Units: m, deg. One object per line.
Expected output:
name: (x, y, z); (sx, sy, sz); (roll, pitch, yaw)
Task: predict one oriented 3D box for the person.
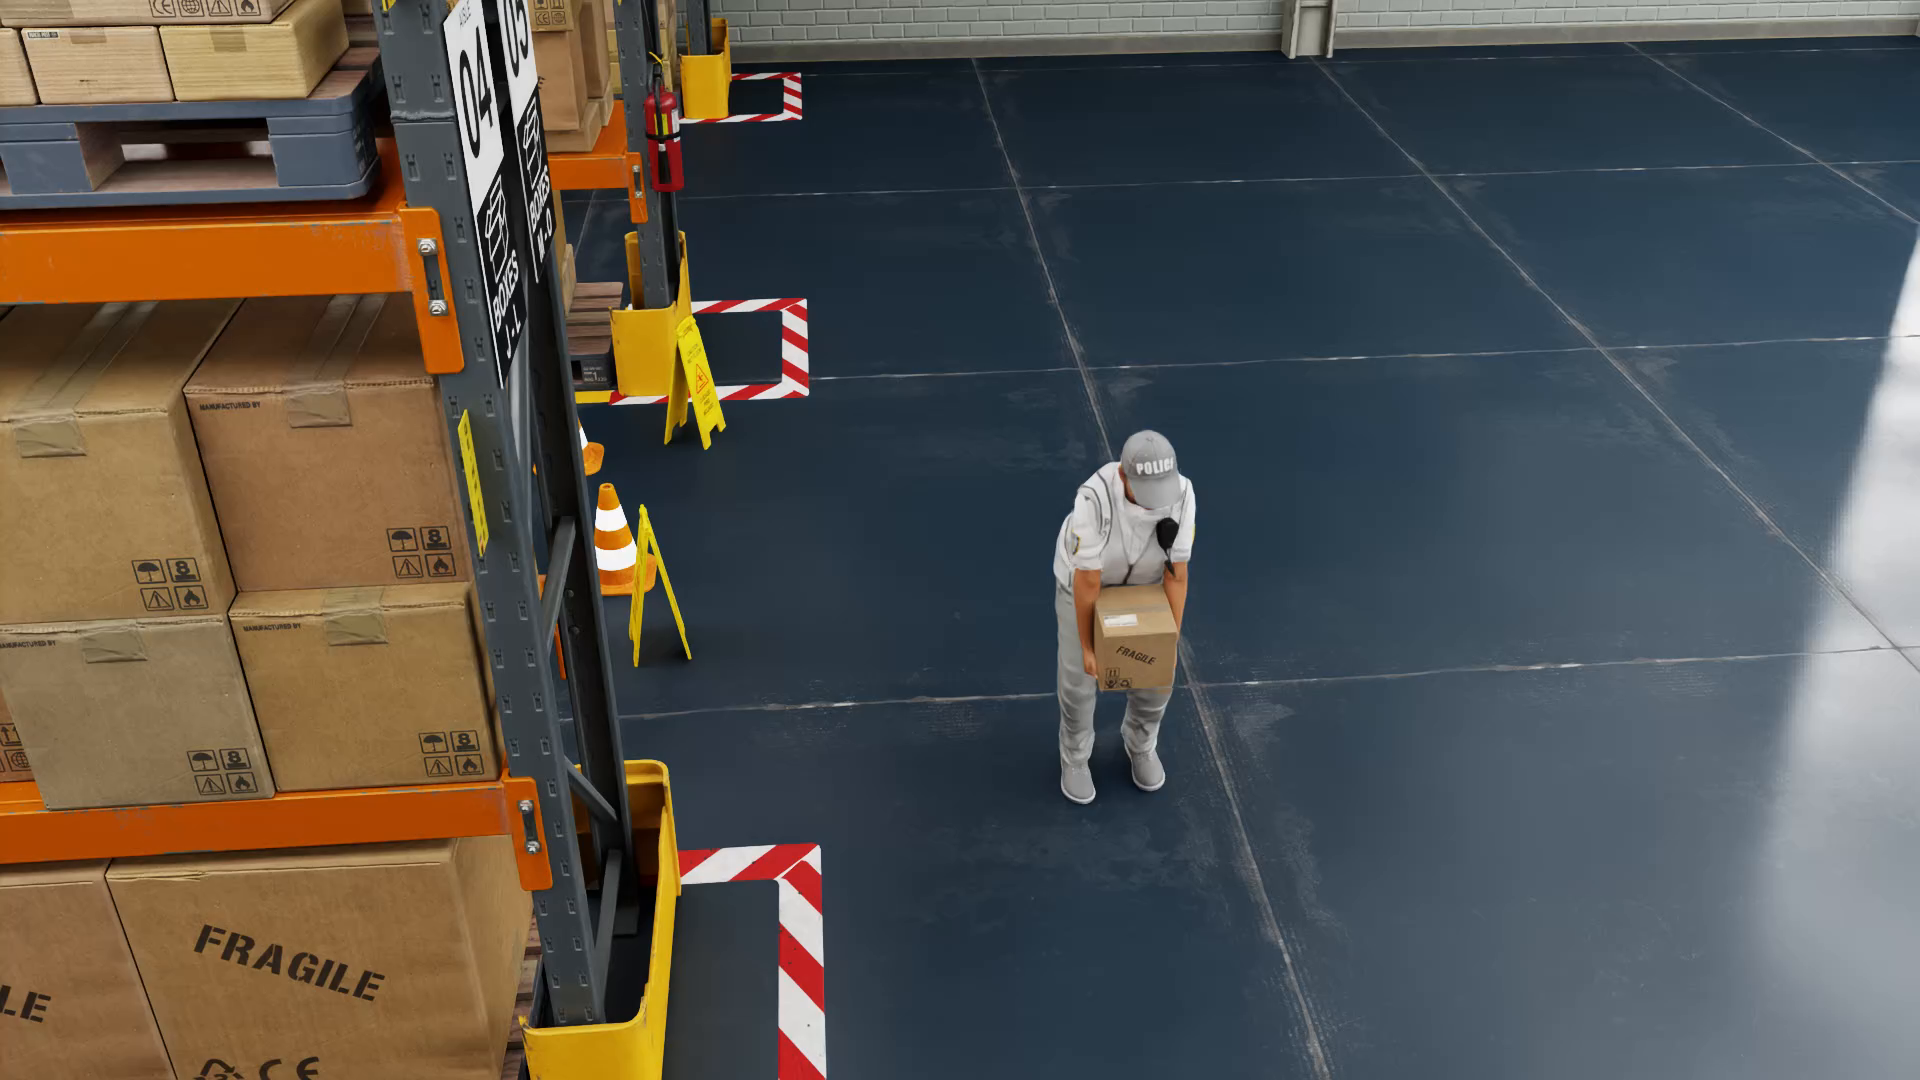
person: (0.568, 0.206, 5.843); (0.452, 1.623, 0.592); (-3, 31, -5)
